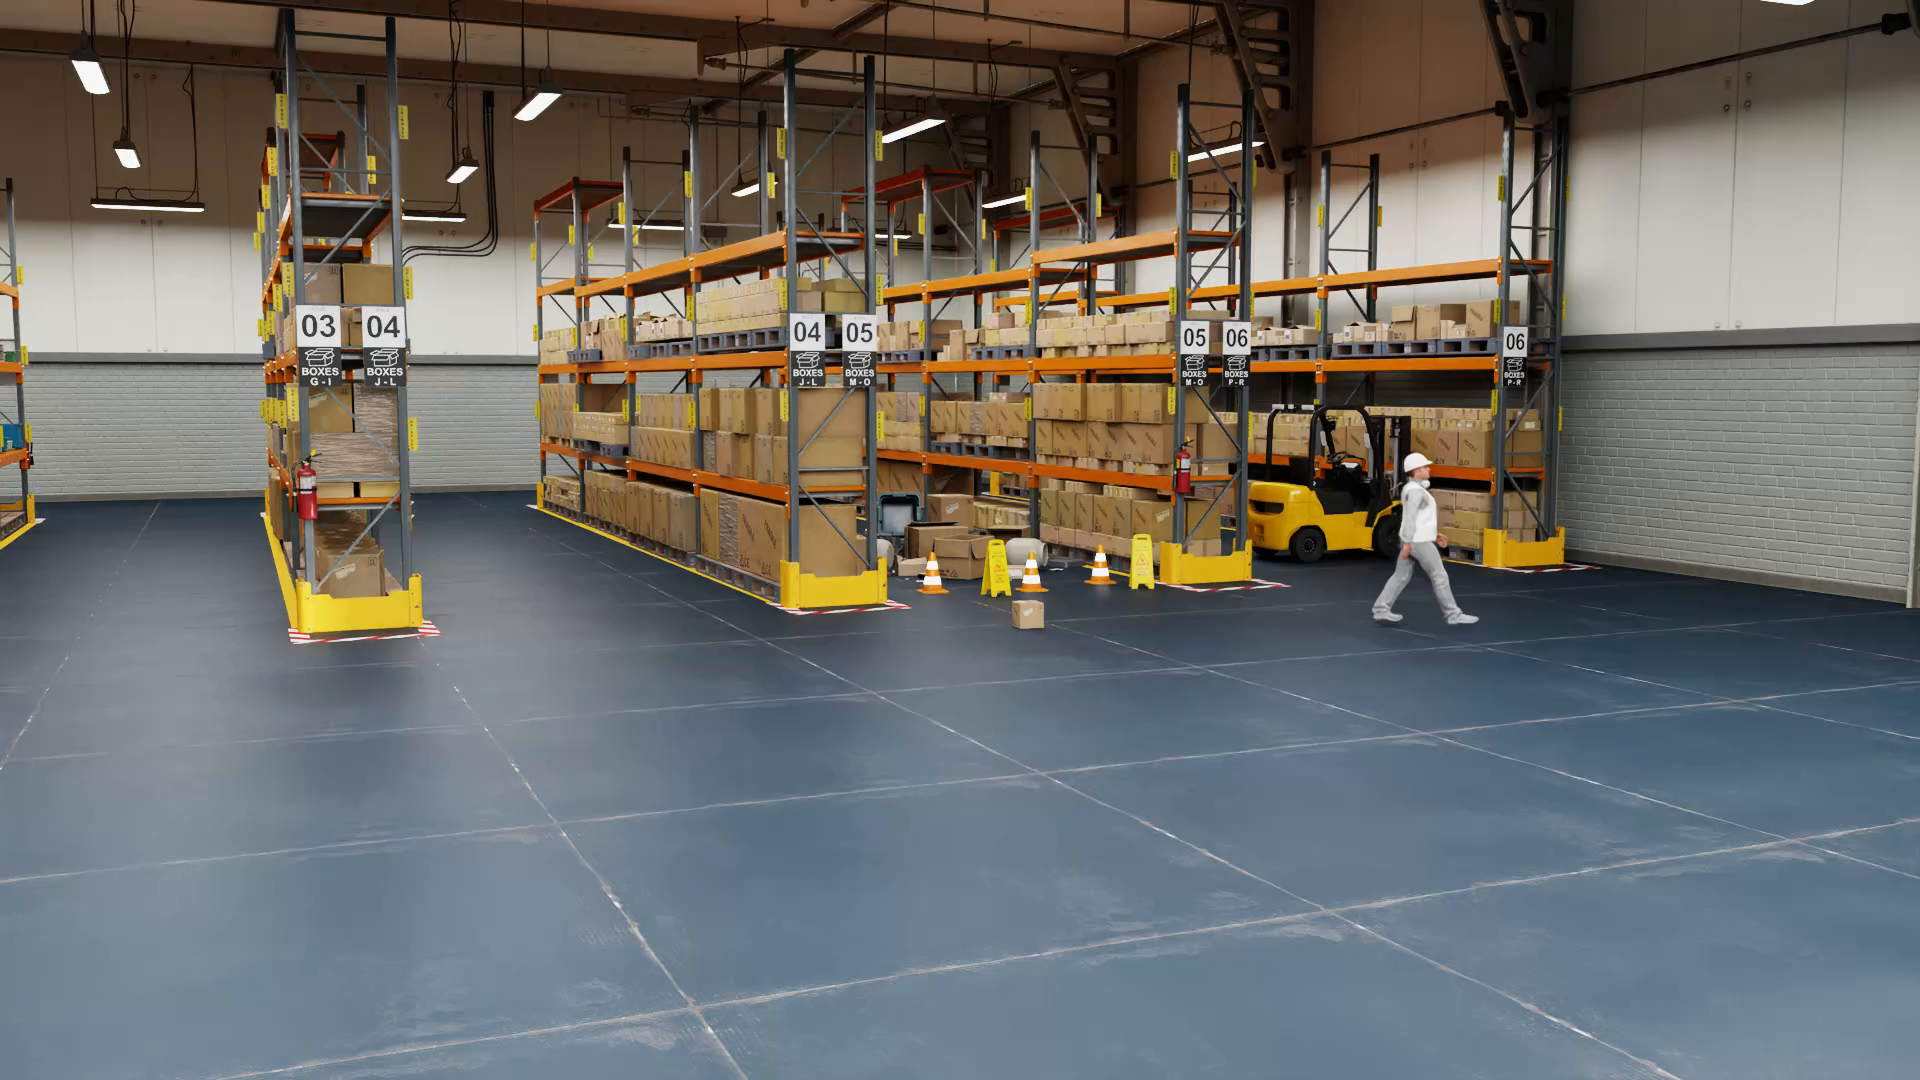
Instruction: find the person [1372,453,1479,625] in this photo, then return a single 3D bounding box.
[{"bbox_3d":[4.683,-0.017,16.714,1.030,1.712,0.535,0,5,4],"label":"person"}]
